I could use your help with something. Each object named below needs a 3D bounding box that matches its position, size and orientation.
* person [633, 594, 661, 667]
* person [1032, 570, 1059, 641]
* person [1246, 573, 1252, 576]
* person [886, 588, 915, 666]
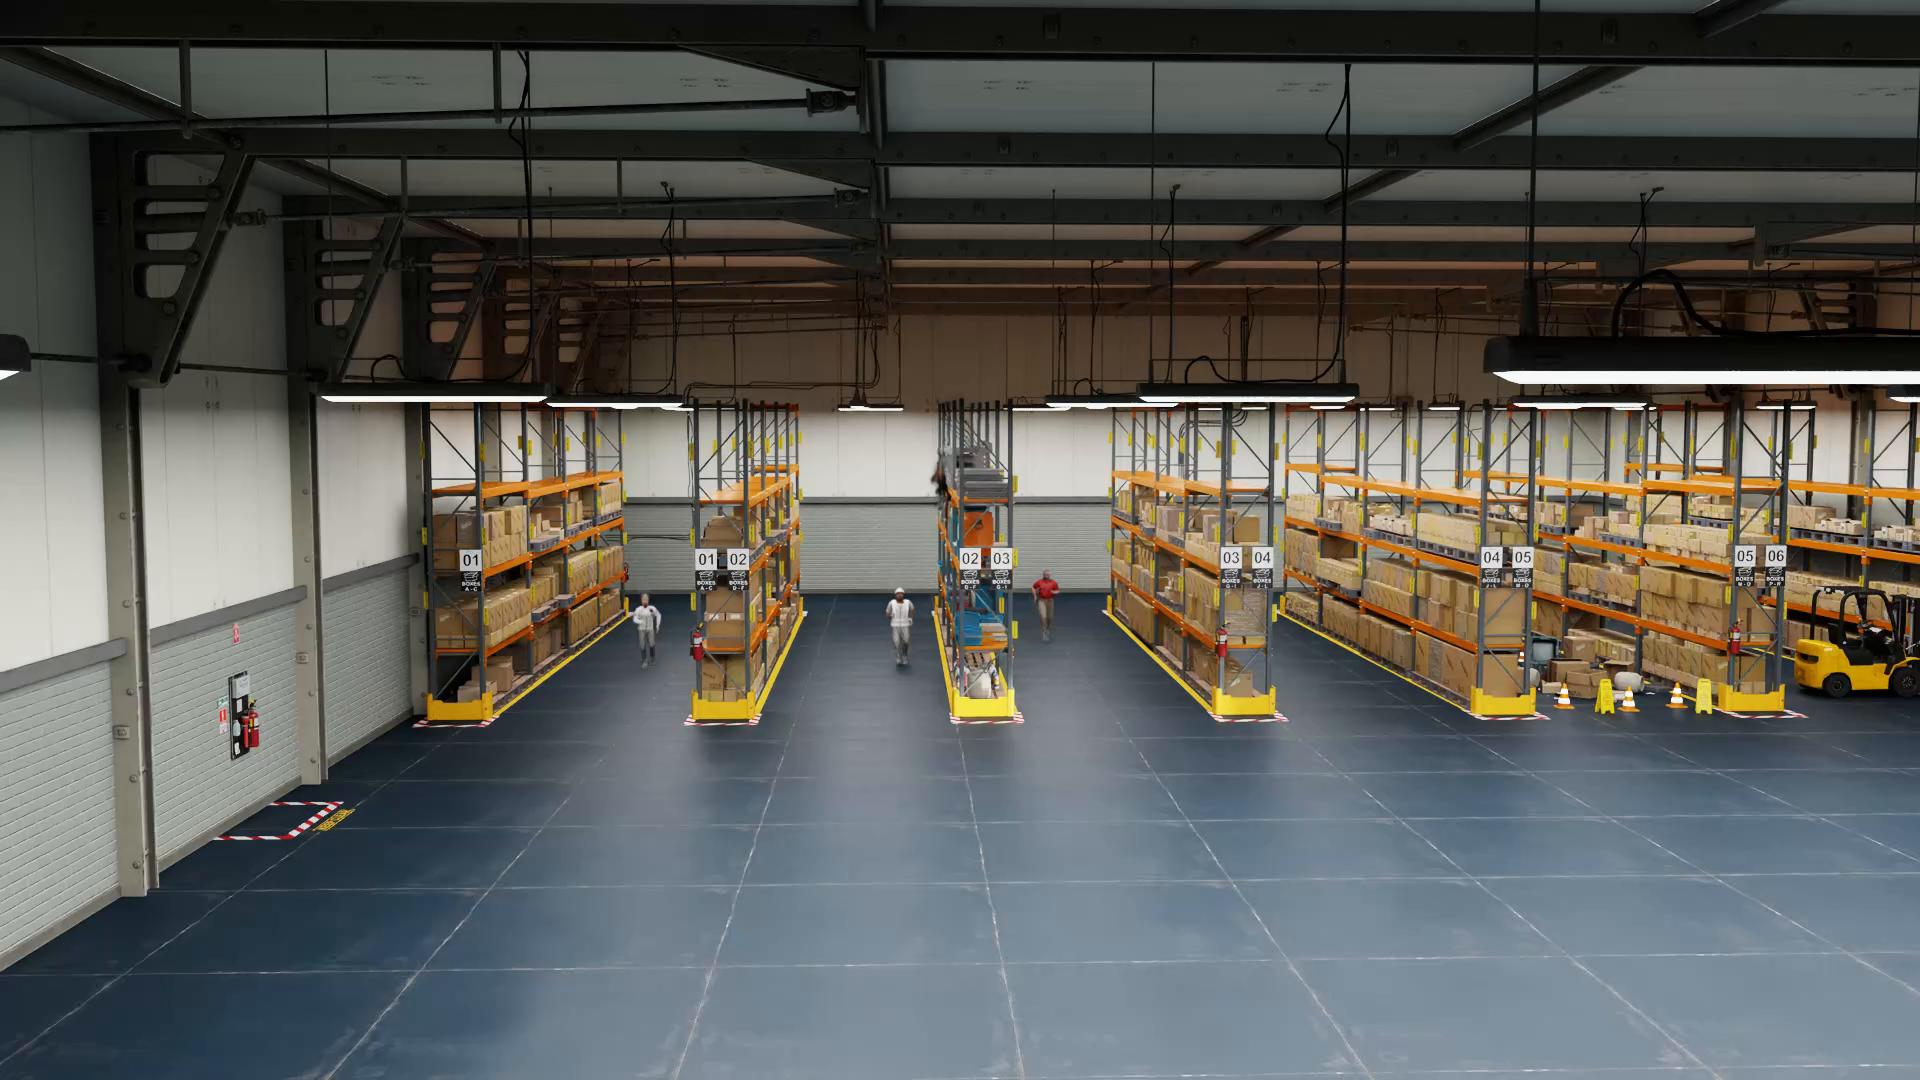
[{"bbox_3d":[-7.031,2.047,37.386,0.616,1.673,0.612,-1,4,-11],"label":"person"},{"bbox_3d":[2.197,1.634,42.273,0.657,1.743,0.956,-1,4,-9],"label":"person"},{"bbox_3d":[8.055,1.339,46.763,0.594,1.715,0.887,0,4,6],"label":"person"},{"bbox_3d":[-1.345,1.979,37.659,0.662,1.782,0.644,0,4,-3],"label":"person"}]
